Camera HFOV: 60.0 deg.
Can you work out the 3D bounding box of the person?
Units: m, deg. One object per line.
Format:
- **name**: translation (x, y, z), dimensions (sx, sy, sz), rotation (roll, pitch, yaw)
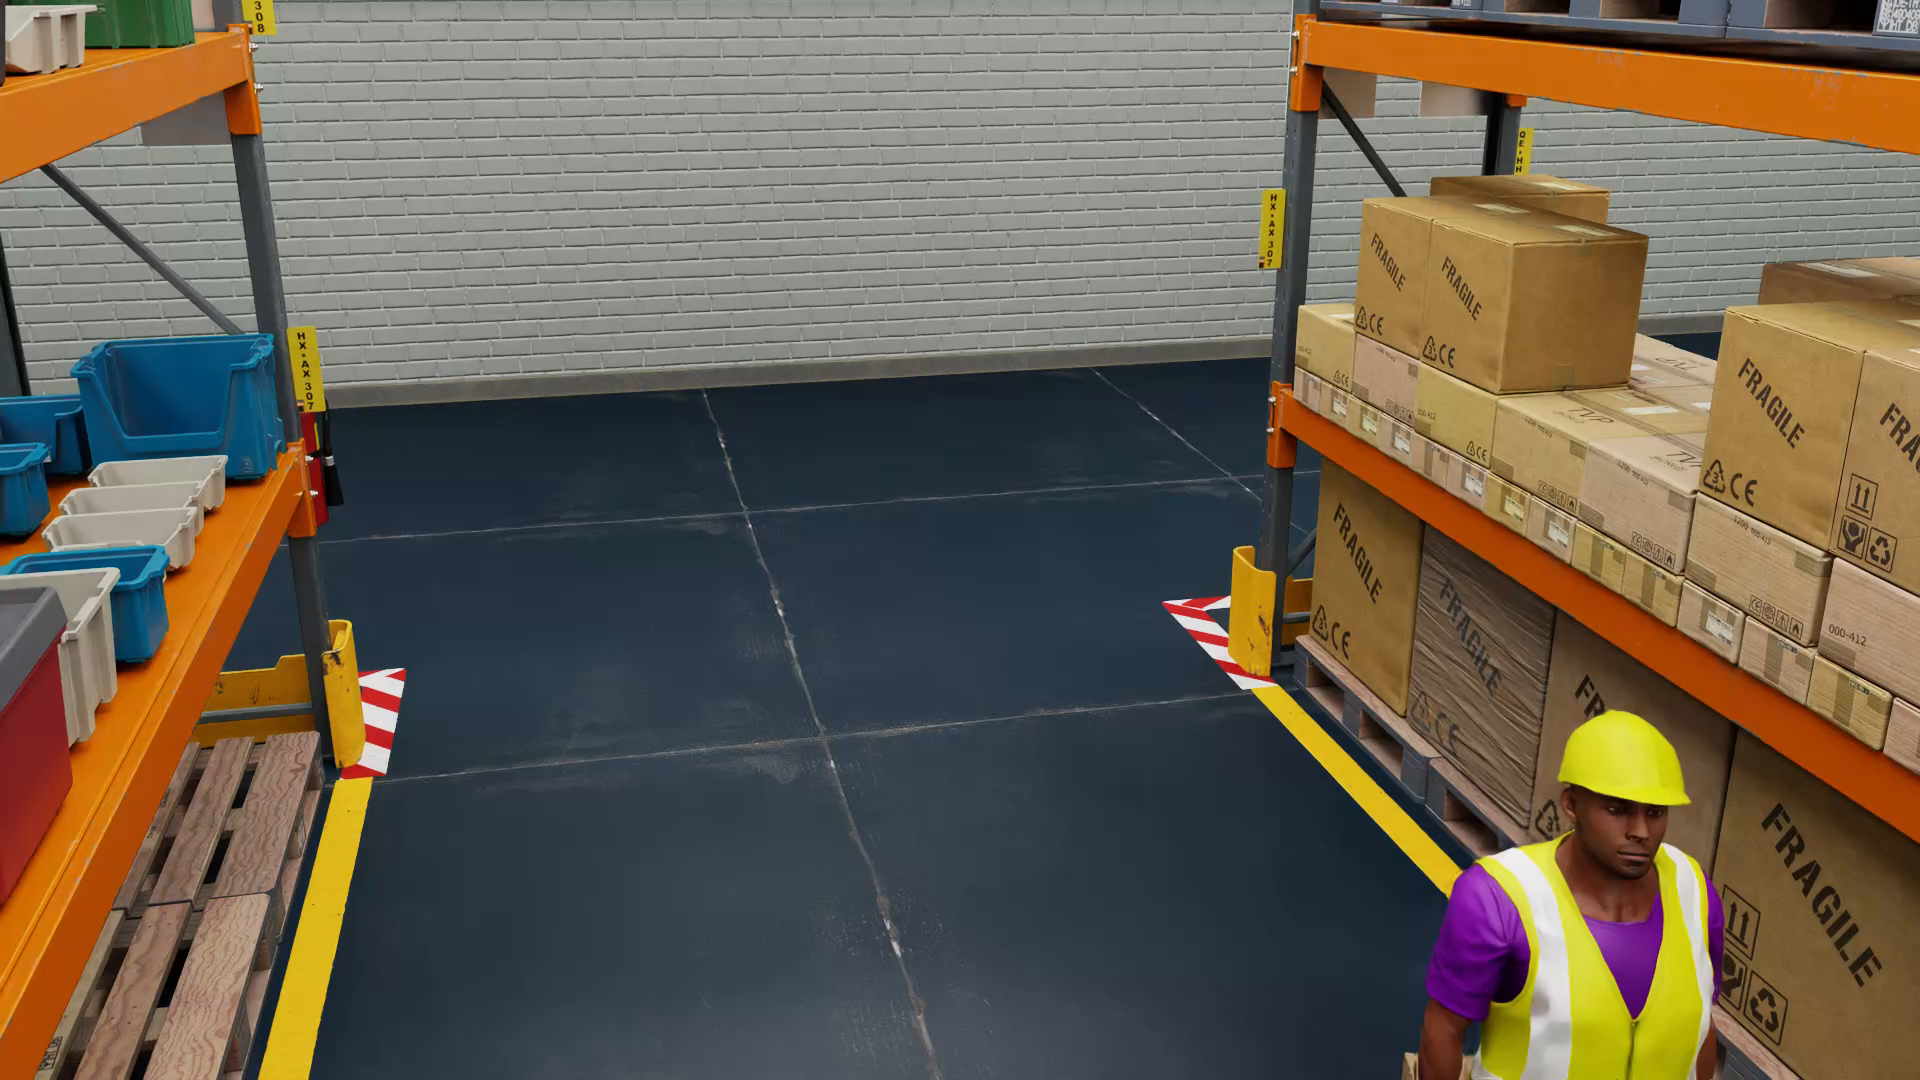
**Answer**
- **person**: translation (1.172, 1.148, 3.246), dimensions (0.572, 1.757, 0.591), rotation (-3, 20, -7)
